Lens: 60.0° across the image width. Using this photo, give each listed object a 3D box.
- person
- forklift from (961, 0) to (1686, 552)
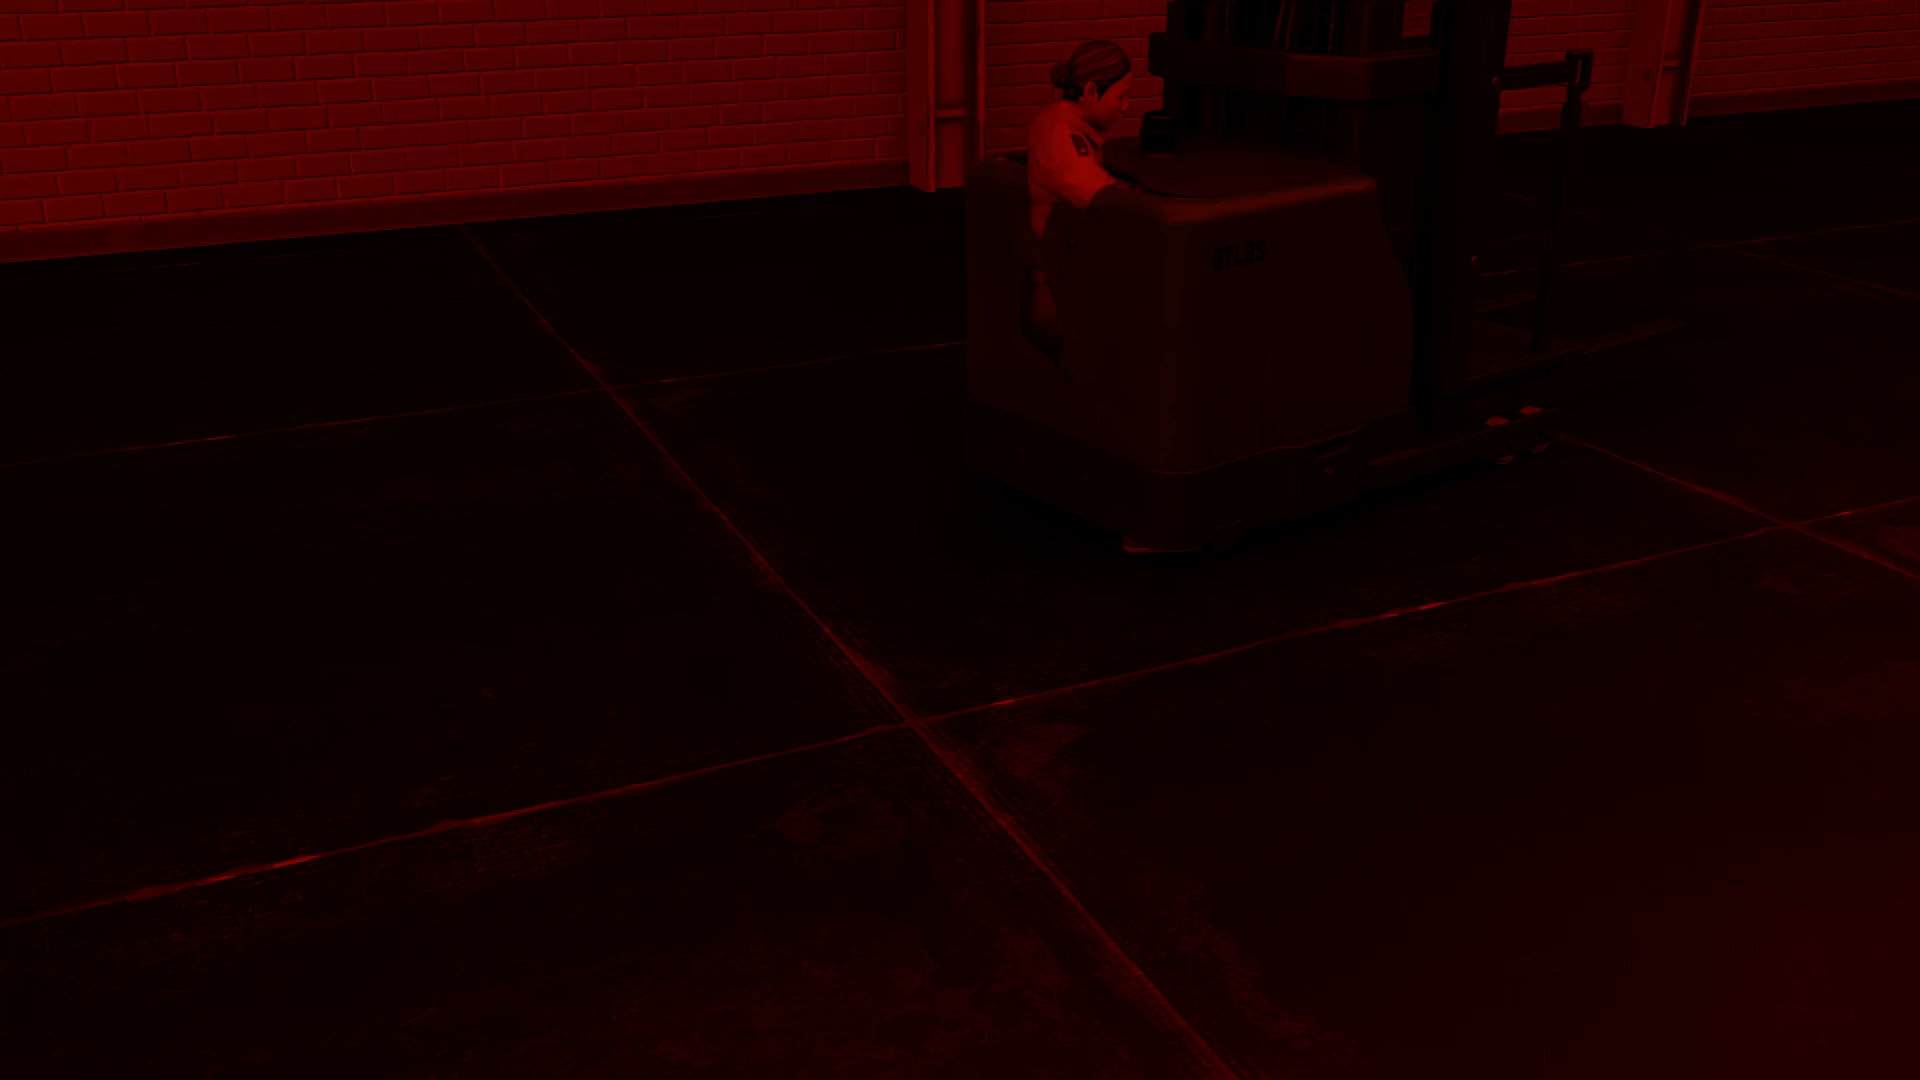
[{"bbox_3d":[0.530,-0.785,5.094,0.705,1.451,0.872,-1,23,-2],"label":"person"},{"bbox_3d":[1.481,-1.755,5.512,3.031,2.935,1.130,-17,28,-34],"label":"forklift"}]
